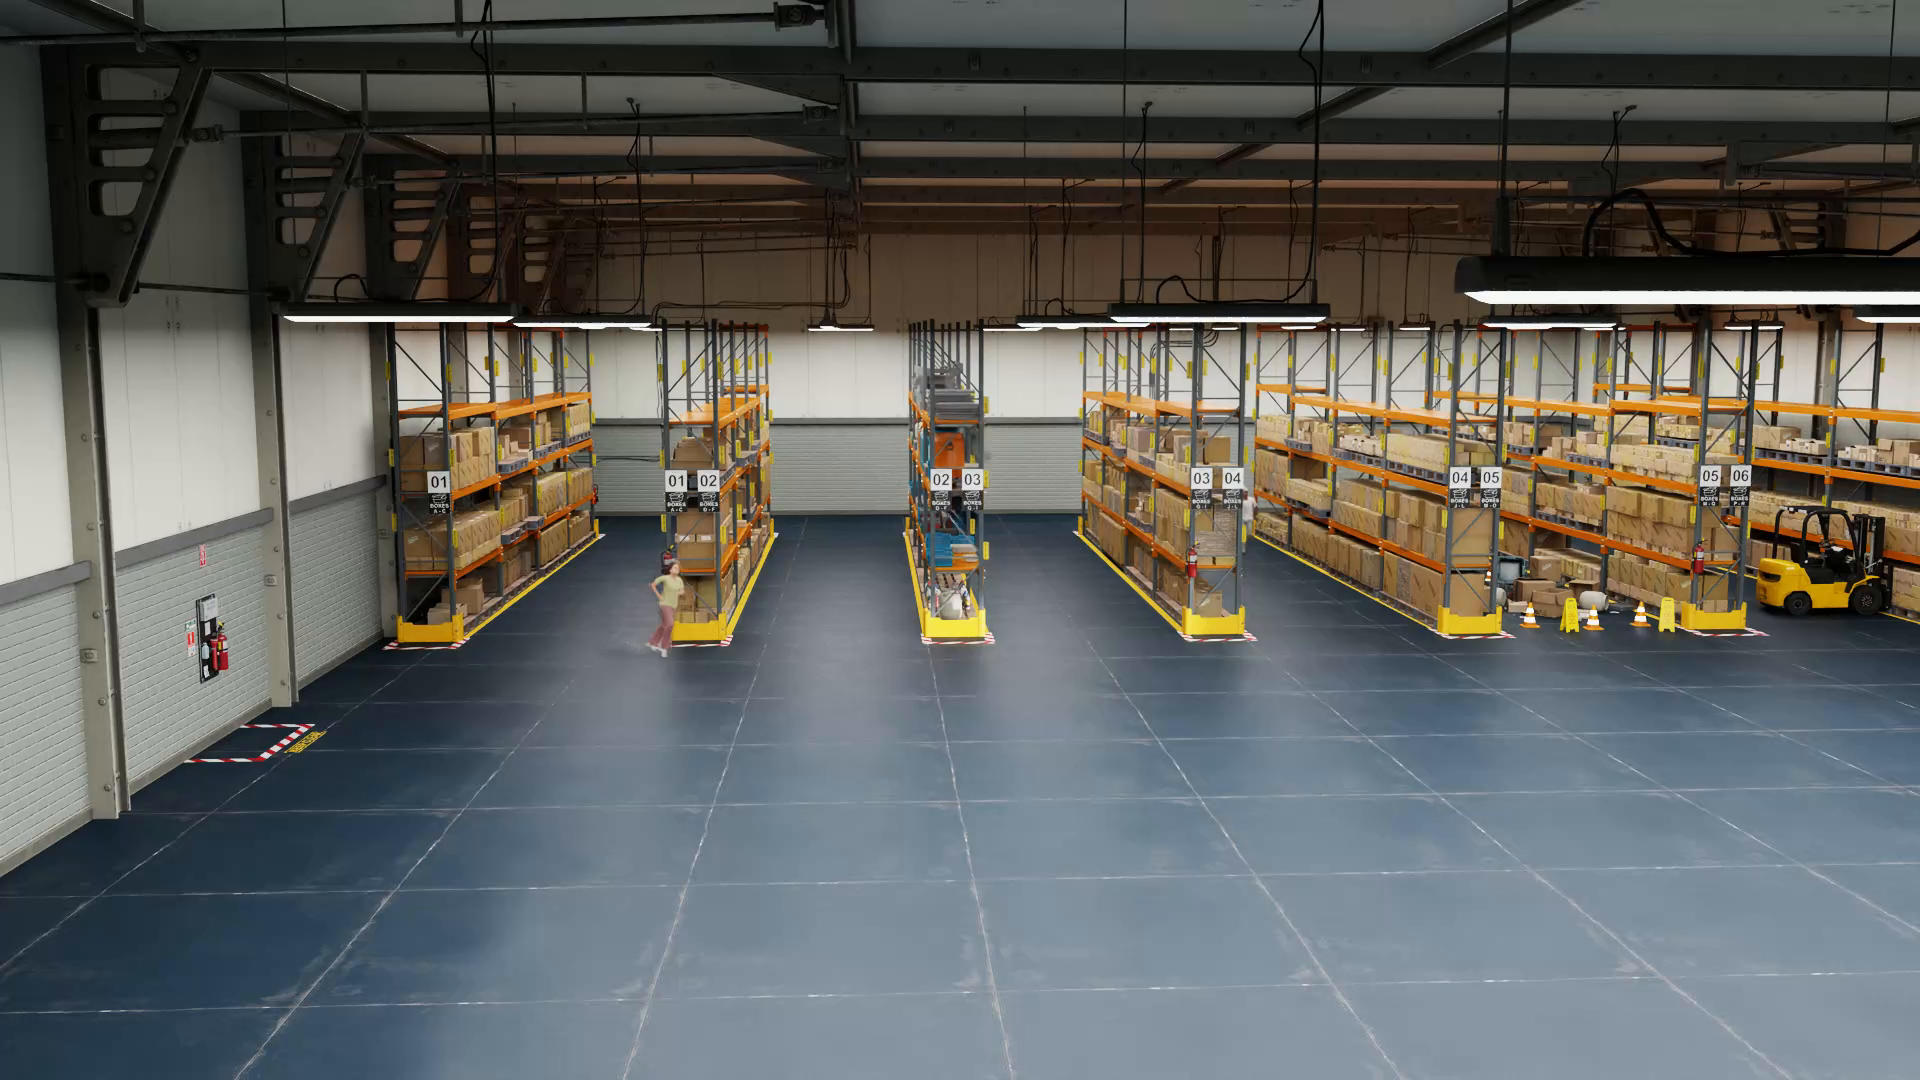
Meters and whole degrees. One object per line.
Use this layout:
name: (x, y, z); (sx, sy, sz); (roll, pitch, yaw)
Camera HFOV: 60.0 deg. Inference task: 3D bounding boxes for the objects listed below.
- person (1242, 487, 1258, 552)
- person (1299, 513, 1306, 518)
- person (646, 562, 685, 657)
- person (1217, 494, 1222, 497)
person: (7.508, -0.539, 43.837); (0.699, 1.728, 0.543); (0, 7, 1)
person: (9.872, -1.206, 49.127); (0.698, 1.746, 0.944); (-6, 9, -42)
person: (-5.298, 1.234, 29.959); (0.672, 1.713, 0.634); (5, 9, 38)
person: (7.260, -0.791, 46.179); (0.594, 1.724, 0.641); (0, 7, 3)
